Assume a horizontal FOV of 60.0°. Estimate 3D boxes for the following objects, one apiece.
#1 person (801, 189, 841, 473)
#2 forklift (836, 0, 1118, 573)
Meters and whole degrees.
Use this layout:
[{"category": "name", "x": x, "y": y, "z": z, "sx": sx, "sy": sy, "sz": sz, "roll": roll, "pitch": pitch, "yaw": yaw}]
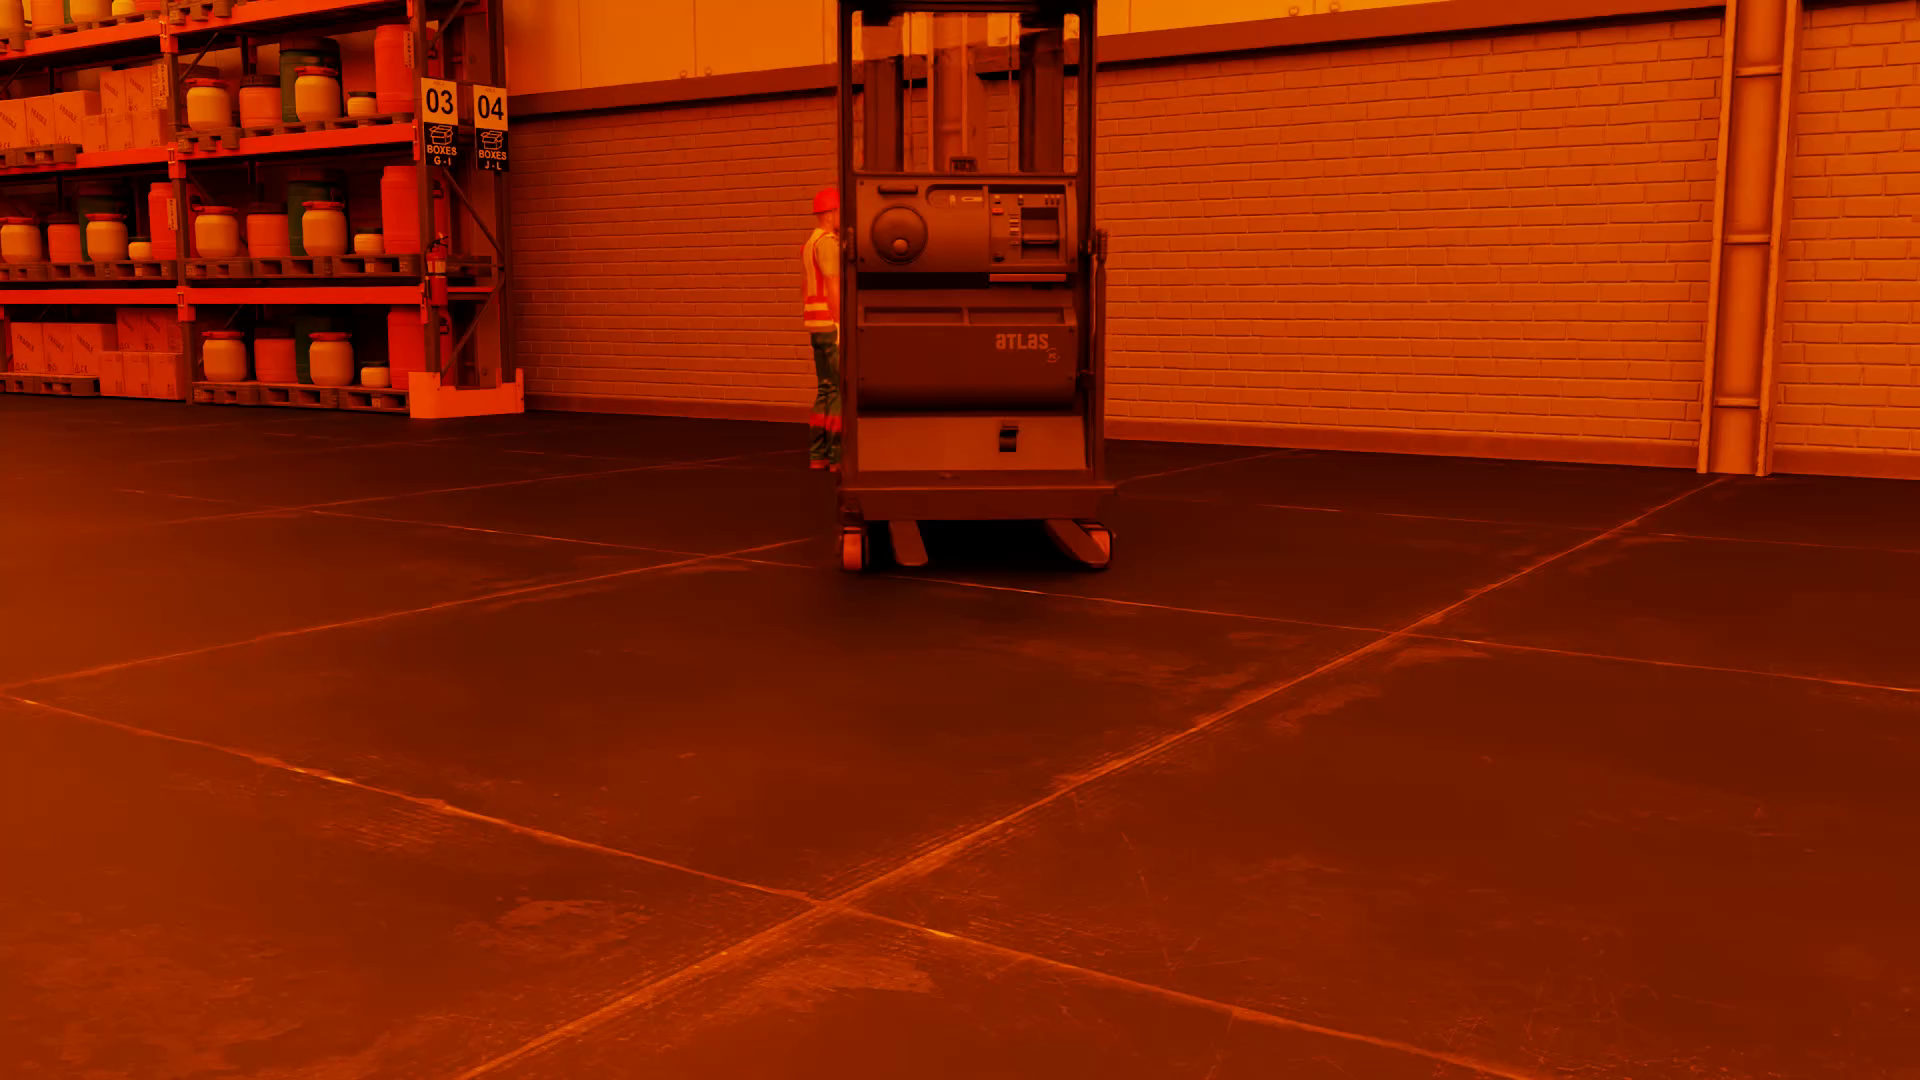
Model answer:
[{"category": "person", "x": -0.791, "y": -1.341, "z": 10.686, "sx": 0.383, "sy": 1.794, "sz": 0.626, "roll": -4, "pitch": 9, "yaw": -23}, {"category": "forklift", "x": 0.046, "y": -1.365, "z": 6.794, "sx": 1.130, "sy": 2.935, "sz": 3.031, "roll": -1, "pitch": 8, "yaw": -4}]
